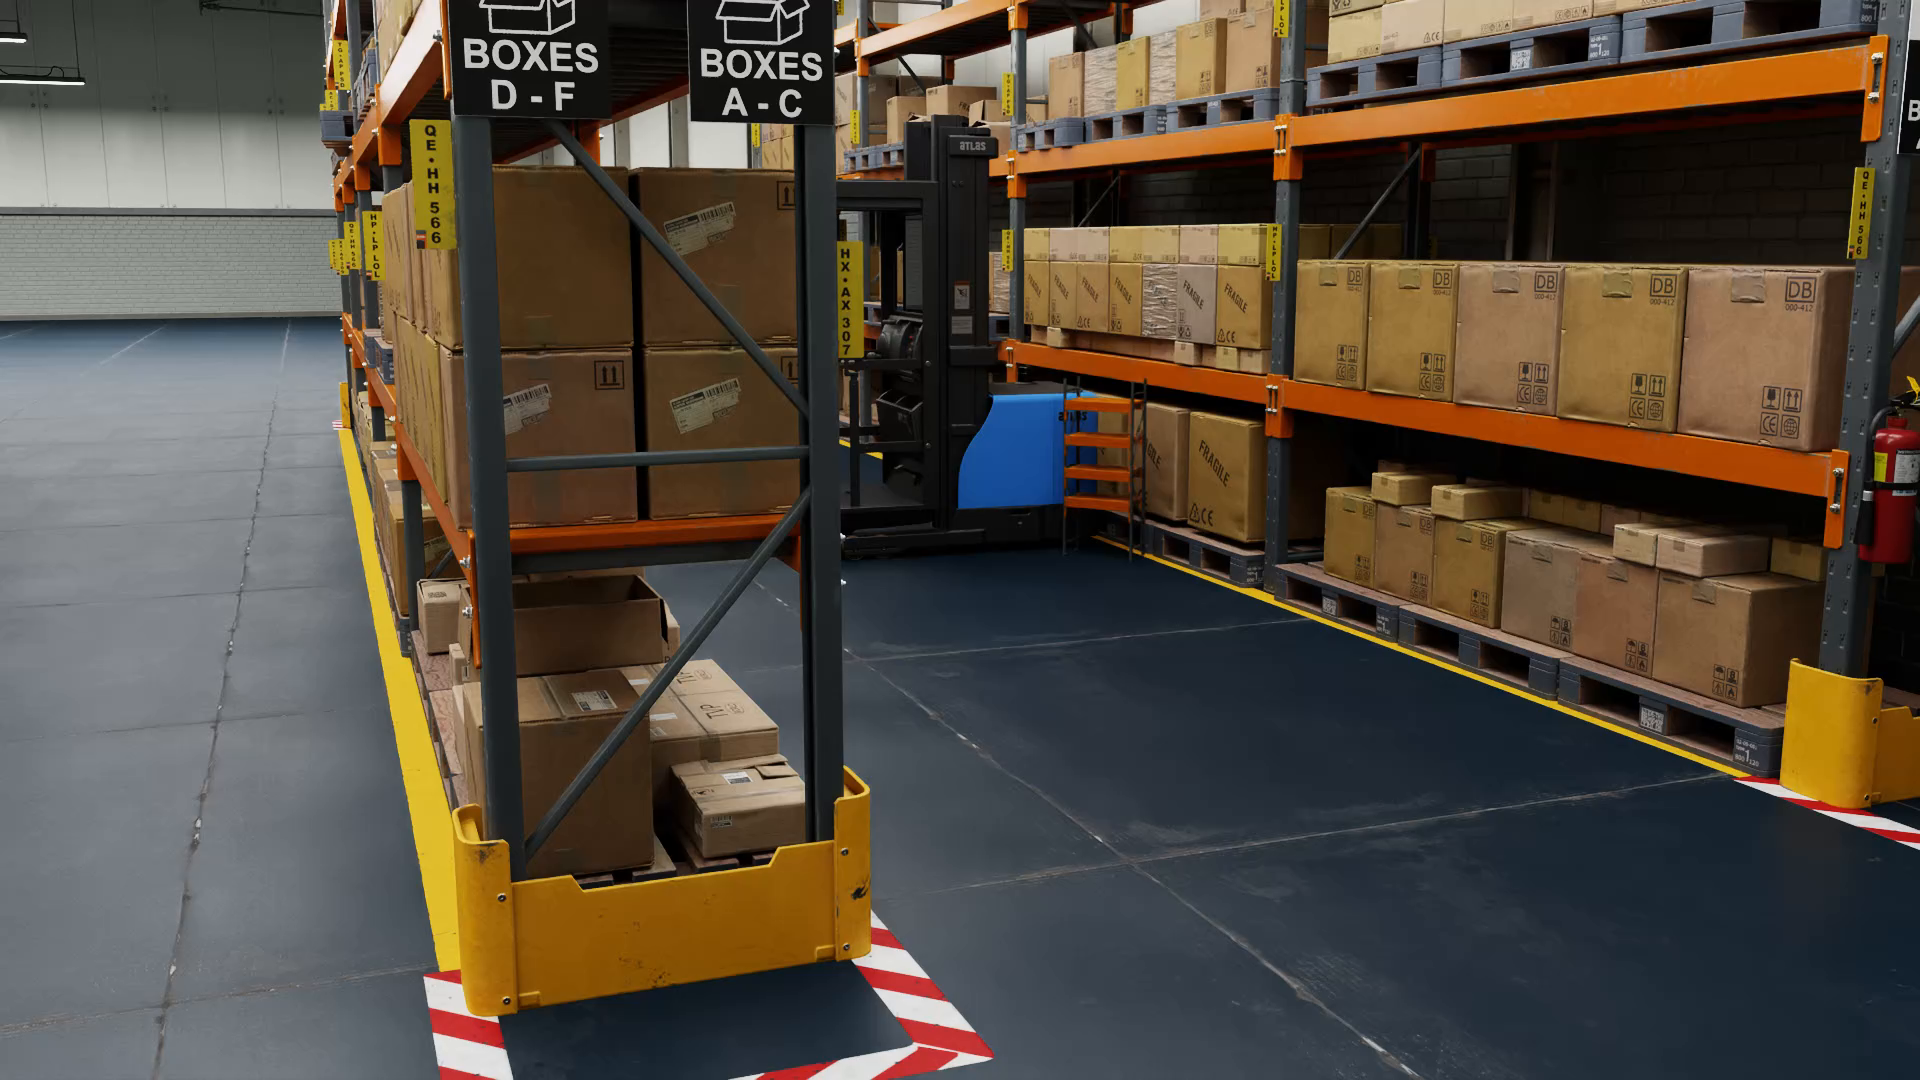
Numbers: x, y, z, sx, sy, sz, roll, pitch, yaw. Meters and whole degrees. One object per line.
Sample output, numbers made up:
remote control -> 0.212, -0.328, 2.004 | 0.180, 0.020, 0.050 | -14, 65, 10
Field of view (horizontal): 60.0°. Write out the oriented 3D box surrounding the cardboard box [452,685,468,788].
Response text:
cardboard box -> -1.570, 0.690, 6.072 | 0.500, 0.250, 0.500 | -4, 11, -21

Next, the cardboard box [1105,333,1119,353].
cardboard box -> 1.286, -1.447, 12.153 | 0.380, 0.149, 0.250 | -4, 11, -20

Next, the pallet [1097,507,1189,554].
pallet -> 1.544, -0.133, 12.064 | 1.003, 0.211, 1.213 | -4, 11, -21

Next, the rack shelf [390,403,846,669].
rack shelf -> -1.551, -0.189, 6.474 | 1.077, 0.370, 4.000 | -4, 11, -21

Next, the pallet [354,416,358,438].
pallet -> -6.309, -1.334, 18.815 | 1.003, 0.211, 1.213 | -4, 11, -21

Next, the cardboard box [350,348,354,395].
cardboard box -> -6.455, -1.868, 18.367 | 0.500, 0.500, 0.500 | -4, 11, -21

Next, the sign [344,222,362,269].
sign -> -4.242, -2.057, 11.615 | 0.100, 0.325, 0.005 | -4, 11, -21

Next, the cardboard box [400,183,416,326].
cardboard box -> -1.806, -1.064, 6.199 | 0.500, 0.500, 0.500 | -4, 11, -19

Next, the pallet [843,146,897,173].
pallet -> -0.435, -3.768, 16.508 | 1.213, 0.211, 1.003 | -4, 11, -21

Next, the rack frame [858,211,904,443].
rack frame -> -0.560, -2.491, 17.358 | 1.000, 3.000, 0.127 | -4, 11, -21

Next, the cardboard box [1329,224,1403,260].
cardboard box -> 2.416, -1.851, 10.430 | 0.500, 0.250, 0.500 | -4, 11, -19

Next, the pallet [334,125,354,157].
pallet -> -4.463, -3.194, 13.287 | 1.003, 0.211, 1.213 | -3, 11, -18

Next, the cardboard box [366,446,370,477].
cardboard box -> -4.702, -0.696, 13.922 | 0.500, 0.250, 0.500 | -4, 11, -20

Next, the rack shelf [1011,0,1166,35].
rack shelf -> 1.615, -3.914, 11.425 | 1.077, 0.370, 4.000 | -4, 11, -21

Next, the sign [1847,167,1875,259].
sign -> 3.278, -1.187, 6.044 | 0.100, 0.325, 0.005 | -4, 11, -21

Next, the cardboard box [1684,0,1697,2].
cardboard box -> 3.276, -2.294, 6.629 | 0.500, 0.250, 0.500 | -4, 11, -19

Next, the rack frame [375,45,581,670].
rack frame -> -2.276, -0.870, 8.247 | 1.000, 3.000, 0.127 | -4, 11, -21

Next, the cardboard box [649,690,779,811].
cardboard box -> -0.940, 0.732, 5.837 | 0.500, 0.250, 0.500 | -4, 11, -21

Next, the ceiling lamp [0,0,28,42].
ceiling lamp -> -18.583, -10.910, 30.893 | 2.000, 3.185, 0.800 | -4, 11, -21

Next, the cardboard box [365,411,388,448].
cardboard box -> -4.520, -0.889, 13.403 | 0.500, 0.311, 0.500 | -4, 11, -21

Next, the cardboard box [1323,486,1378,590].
cardboard box -> 2.515, -0.033, 9.477 | 0.700, 0.500, 0.500 | -4, 11, -20

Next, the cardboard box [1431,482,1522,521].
cardboard box -> 2.658, -0.199, 8.562 | 0.380, 0.149, 0.250 | -4, 11, -23

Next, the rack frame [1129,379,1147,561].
rack frame -> 1.190, -0.468, 11.111 | 0.015, 1.200, 0.240 | 5, 12, 28

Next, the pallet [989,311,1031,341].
pallet -> 0.532, -1.853, 14.321 | 1.213, 0.211, 1.003 | -4, 11, -21

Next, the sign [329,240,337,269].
sign -> -7.144, -3.260, 18.983 | 0.100, 0.325, 0.005 | -4, 11, -21

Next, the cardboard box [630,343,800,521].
cardboard box -> -0.742, -0.356, 5.068 | 0.500, 0.500, 0.500 | -4, 11, -20

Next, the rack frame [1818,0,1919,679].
rack frame -> 3.789, -0.532, 6.347 | 1.000, 3.000, 0.127 | -4, 11, -21

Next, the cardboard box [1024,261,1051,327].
cardboard box -> 0.827, -1.948, 13.114 | 0.500, 0.500, 0.500 | -4, 11, -19

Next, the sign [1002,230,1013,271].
sign -> 0.388, -2.333, 13.391 | 0.100, 0.325, 0.005 | -4, 11, -21

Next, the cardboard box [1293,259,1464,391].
cardboard box -> 2.521, -1.243, 9.487 | 0.980, 0.700, 0.700 | -4, 11, -20

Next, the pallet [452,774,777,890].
pallet -> -1.144, 1.013, 5.621 | 1.003, 0.211, 1.213 | -4, 11, -21

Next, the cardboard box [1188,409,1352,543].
cardboard box -> 1.983, -0.431, 10.719 | 0.750, 0.750, 0.750 | -4, 11, -20

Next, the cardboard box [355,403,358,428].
cardboard box -> -6.096, -1.335, 17.514 | 0.500, 0.250, 0.500 | -4, 11, -21

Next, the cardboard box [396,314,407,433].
cardboard box -> -2.157, -0.735, 7.204 | 0.500, 0.500, 0.500 | -4, 11, -20

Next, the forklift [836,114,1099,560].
forklift -> -0.598, -1.410, 11.476 | 3.031, 2.935, 1.130 | -3, 11, -17

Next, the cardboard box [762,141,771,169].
cardboard box -> -2.121, -4.609, 20.360 | 0.500, 0.500, 0.500 | -4, 11, -19

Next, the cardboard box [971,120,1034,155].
cardboard box -> 0.377, -3.381, 13.996 | 0.500, 0.311, 0.500 | -4, 11, -21

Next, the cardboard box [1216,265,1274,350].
cardboard box -> 1.937, -1.450, 10.314 | 0.500, 0.500, 0.500 | -4, 11, -22

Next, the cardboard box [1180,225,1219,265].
cardboard box -> 1.756, -1.904, 10.725 | 0.500, 0.250, 0.500 | -4, 11, -20

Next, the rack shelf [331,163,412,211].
rack shelf -> -5.900, -3.625, 17.223 | 1.077, 0.370, 4.000 | -4, 11, -21

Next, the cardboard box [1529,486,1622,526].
cardboard box -> 3.121, -0.176, 8.431 | 0.380, 0.149, 0.250 | -4, 11, -22

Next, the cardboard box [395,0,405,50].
cardboard box -> -1.789, -1.933, 6.085 | 0.500, 0.250, 0.500 | -4, 11, -21

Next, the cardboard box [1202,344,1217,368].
cardboard box -> 1.788, -1.193, 10.724 | 0.380, 0.149, 0.250 | -4, 11, -19

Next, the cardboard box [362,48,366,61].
cardboard box -> -4.988, -4.052, 14.655 | 0.500, 0.500, 0.500 | -4, 11, -20

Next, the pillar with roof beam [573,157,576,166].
pillar with roof beam -> -13.659, -9.682, 40.657 | 9.100, 9.000, 0.548 | -4, 11, -21

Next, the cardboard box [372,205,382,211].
cardboard box -> -5.342, -2.936, 15.870 | 0.700, 0.500, 0.500 | -4, 11, -21

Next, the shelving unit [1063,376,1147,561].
shelving unit -> 0.975, -0.488, 11.225 | 0.503, 1.200, 0.258 | 5, 12, 28

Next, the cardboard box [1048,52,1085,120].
cardboard box -> 1.116, -3.507, 12.962 | 0.700, 0.500, 0.500 | -5, 11, -25

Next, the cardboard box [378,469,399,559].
cardboard box -> -3.261, -0.164, 10.160 | 0.500, 0.500, 0.500 | -4, 11, -23

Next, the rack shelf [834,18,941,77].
rack shelf -> -1.284, -5.415, 18.731 | 1.077, 0.370, 4.000 | -4, 11, -21

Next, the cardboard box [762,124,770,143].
cardboard box -> -2.096, -5.094, 20.228 | 0.500, 0.500, 0.500 | -5, 11, -25

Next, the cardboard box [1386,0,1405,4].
cardboard box -> 2.528, -2.996, 8.433 | 0.500, 0.500, 0.500 | -4, 11, -22
